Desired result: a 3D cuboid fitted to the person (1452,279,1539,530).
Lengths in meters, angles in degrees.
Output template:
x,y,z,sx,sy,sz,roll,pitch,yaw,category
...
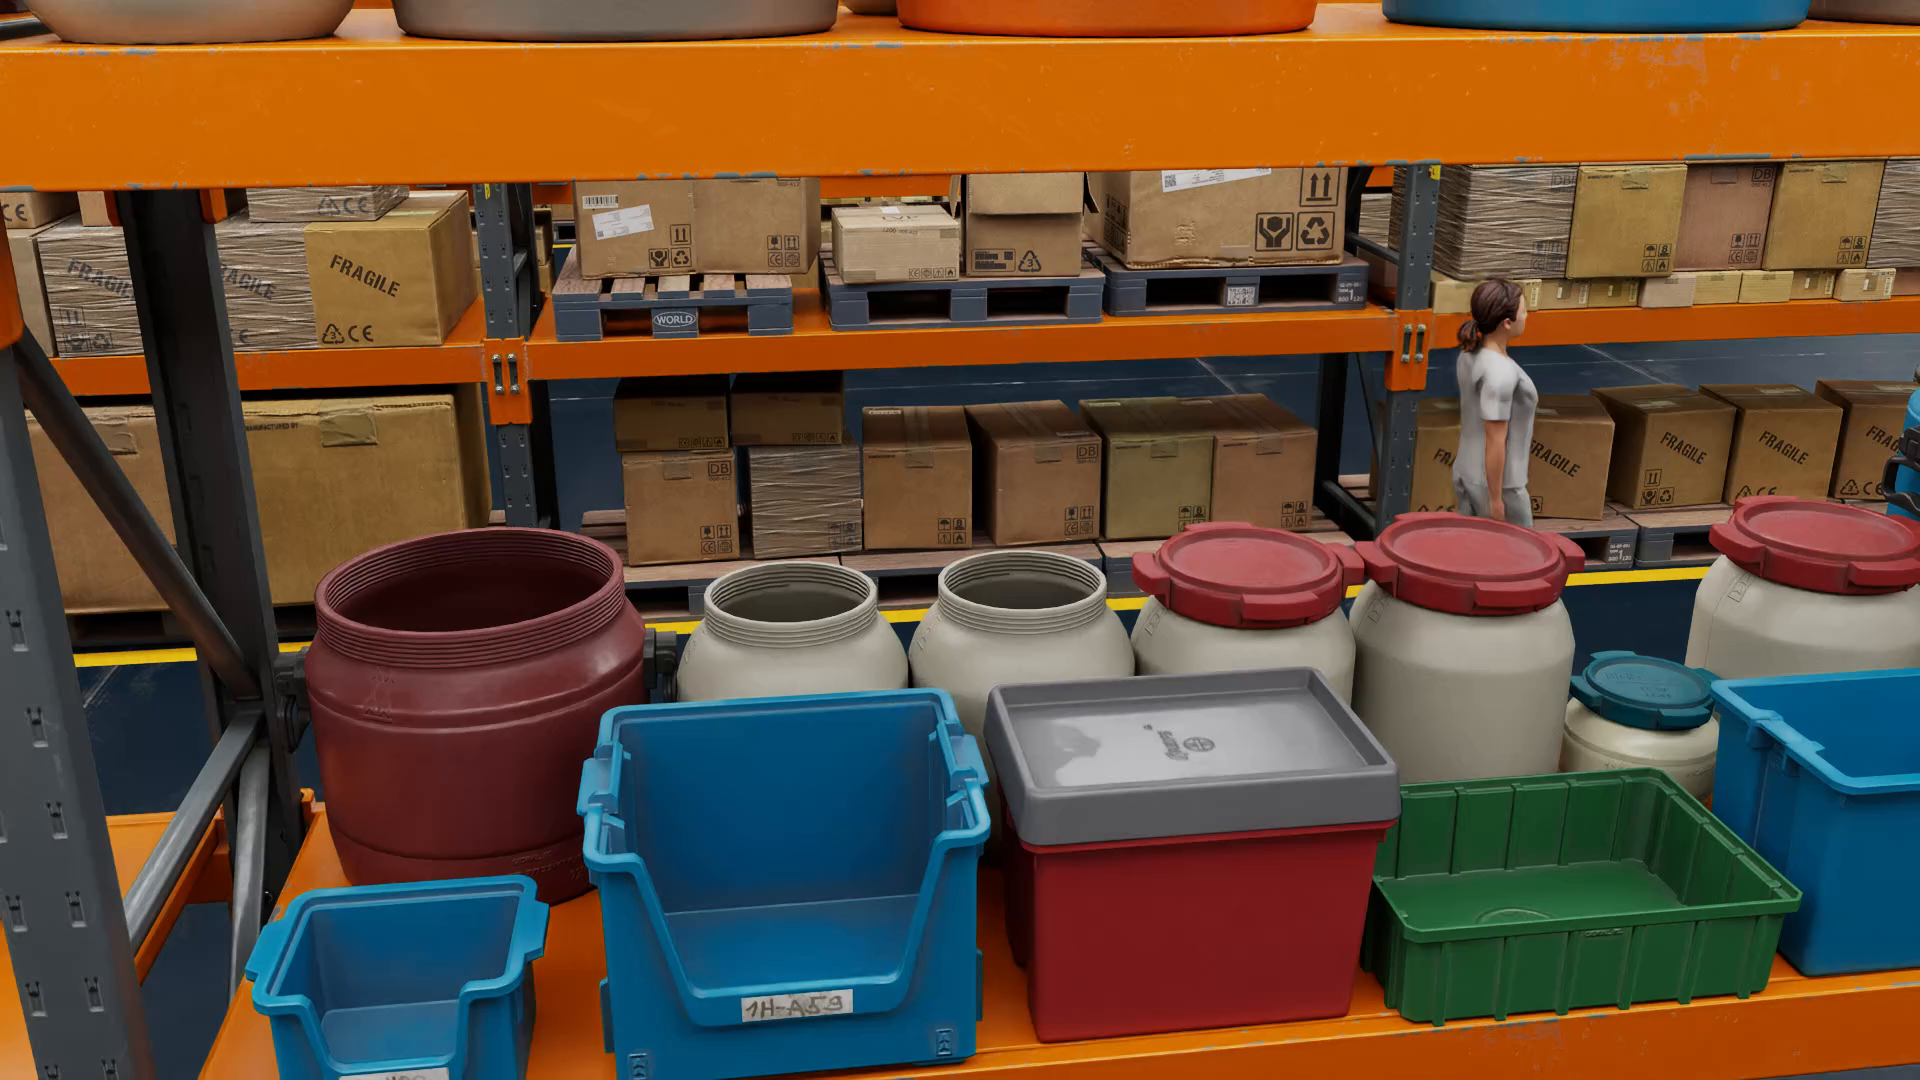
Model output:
x,y,z,sx,sy,sz,roll,pitch,yaw,category
2.080,-0.235,6.686,0.734,1.644,0.449,-1,20,-2,person
